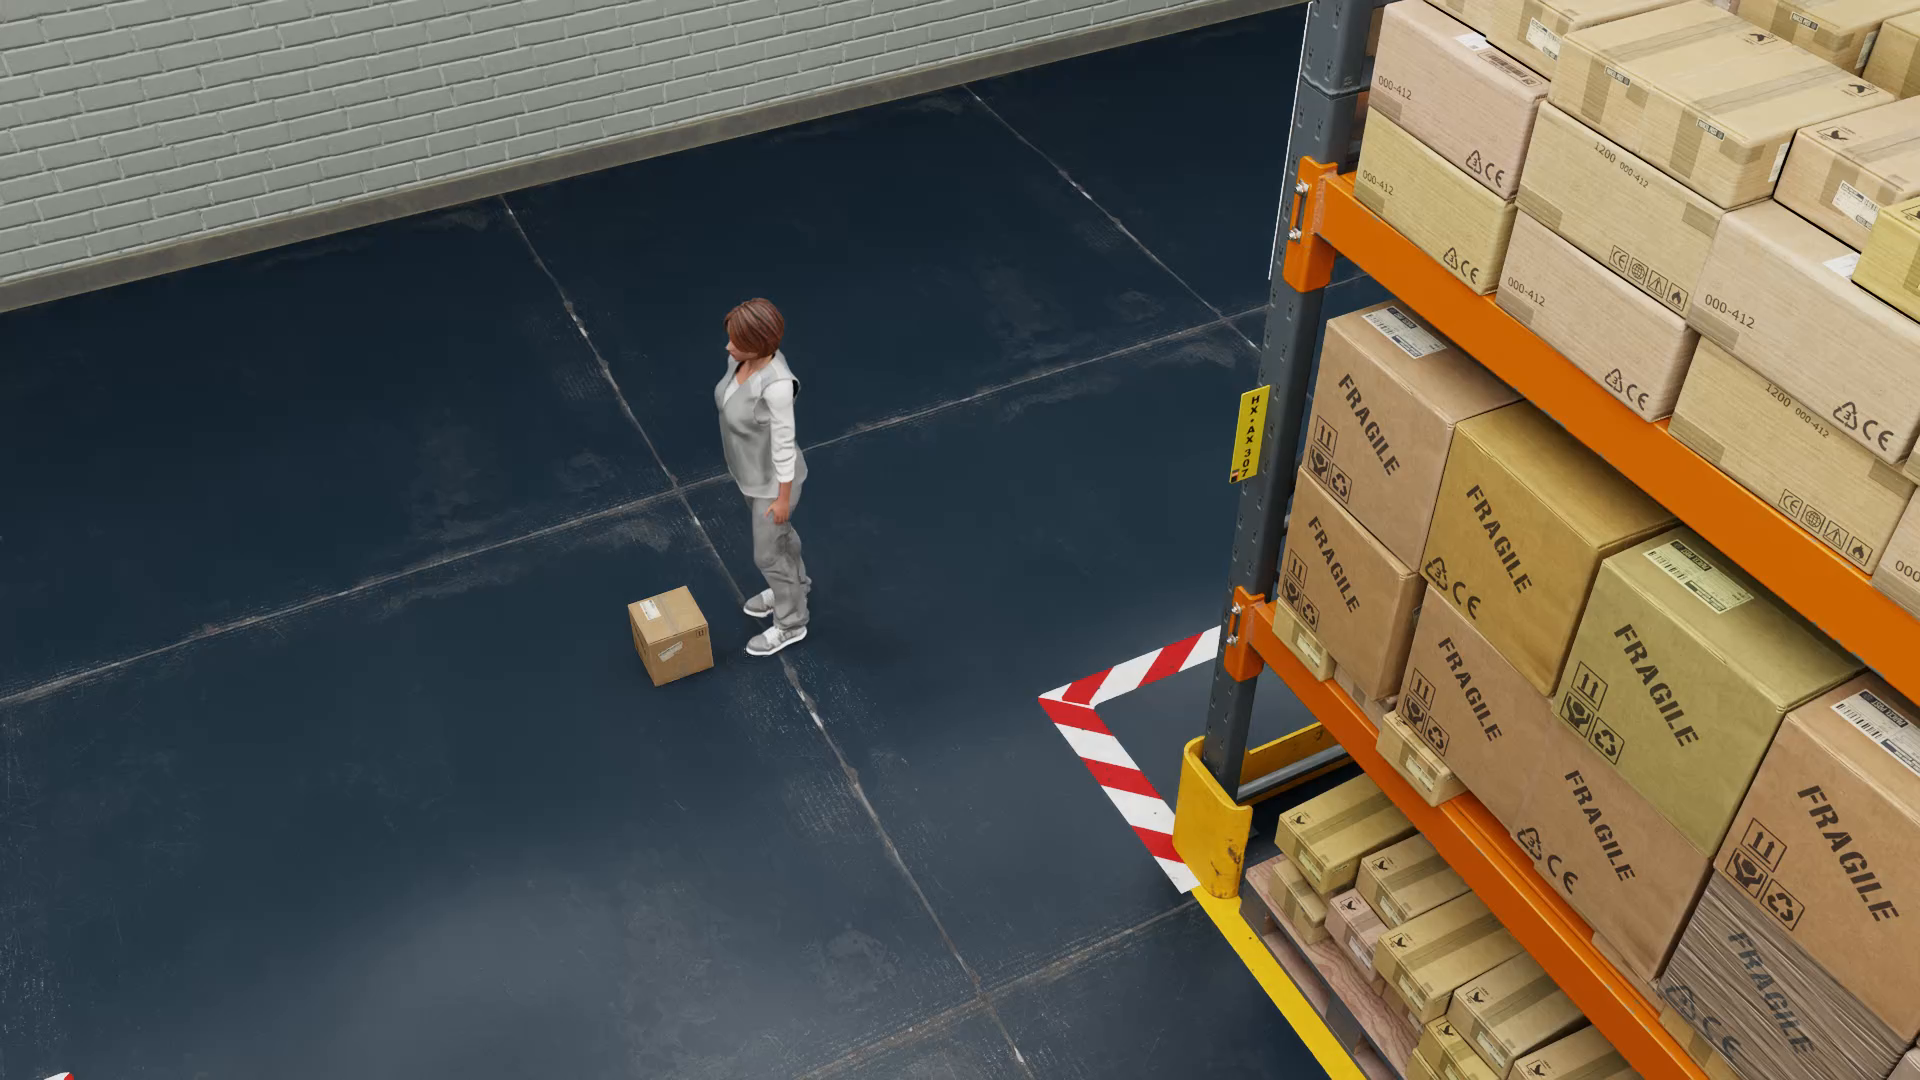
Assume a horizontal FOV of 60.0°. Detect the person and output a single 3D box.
[{"bbox_3d":[-0.760,-0.243,6.439,0.370,1.601,0.413,-18,45,-19],"label":"person"}]
